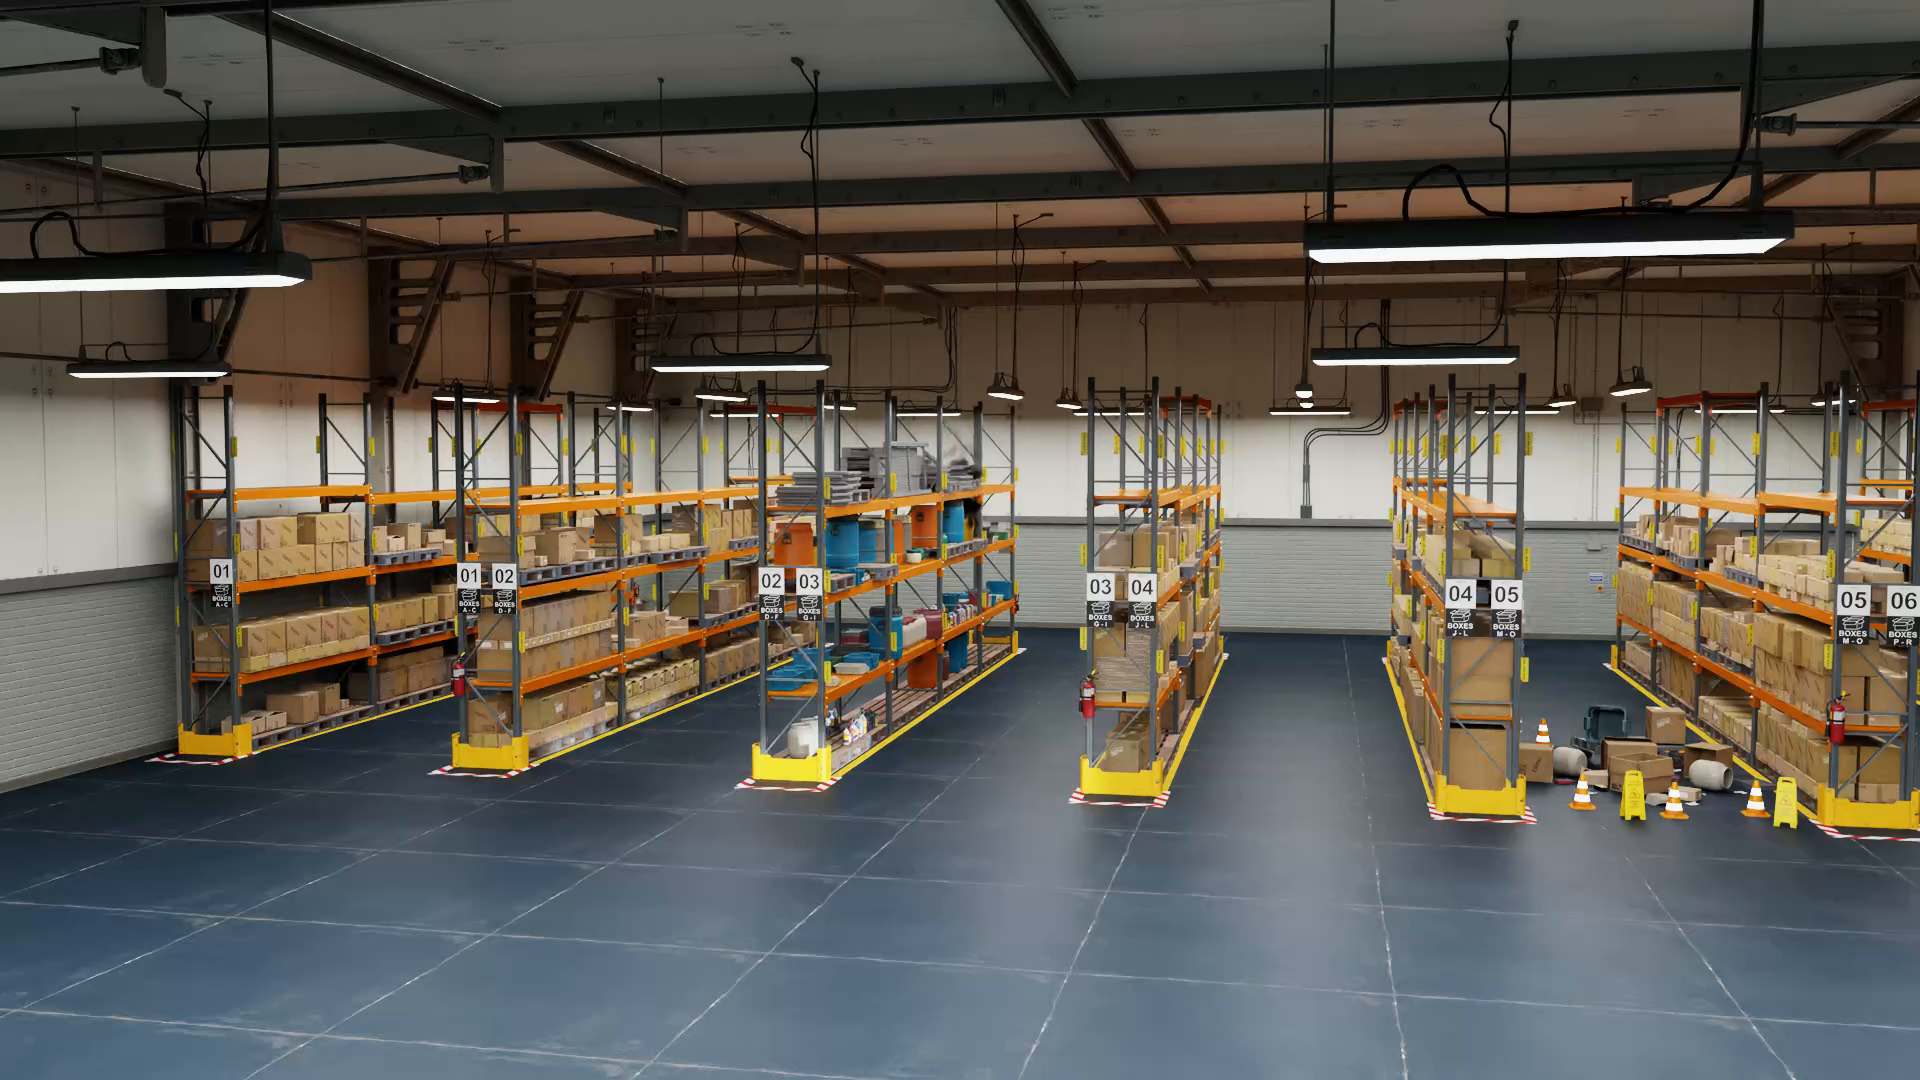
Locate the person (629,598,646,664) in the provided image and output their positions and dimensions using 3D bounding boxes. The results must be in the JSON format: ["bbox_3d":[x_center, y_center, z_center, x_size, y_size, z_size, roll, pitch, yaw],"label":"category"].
[{"bbox_3d":[-6.881,2.132,35.658,0.710,1.750,0.563,1,3,15],"label":"person"}]
